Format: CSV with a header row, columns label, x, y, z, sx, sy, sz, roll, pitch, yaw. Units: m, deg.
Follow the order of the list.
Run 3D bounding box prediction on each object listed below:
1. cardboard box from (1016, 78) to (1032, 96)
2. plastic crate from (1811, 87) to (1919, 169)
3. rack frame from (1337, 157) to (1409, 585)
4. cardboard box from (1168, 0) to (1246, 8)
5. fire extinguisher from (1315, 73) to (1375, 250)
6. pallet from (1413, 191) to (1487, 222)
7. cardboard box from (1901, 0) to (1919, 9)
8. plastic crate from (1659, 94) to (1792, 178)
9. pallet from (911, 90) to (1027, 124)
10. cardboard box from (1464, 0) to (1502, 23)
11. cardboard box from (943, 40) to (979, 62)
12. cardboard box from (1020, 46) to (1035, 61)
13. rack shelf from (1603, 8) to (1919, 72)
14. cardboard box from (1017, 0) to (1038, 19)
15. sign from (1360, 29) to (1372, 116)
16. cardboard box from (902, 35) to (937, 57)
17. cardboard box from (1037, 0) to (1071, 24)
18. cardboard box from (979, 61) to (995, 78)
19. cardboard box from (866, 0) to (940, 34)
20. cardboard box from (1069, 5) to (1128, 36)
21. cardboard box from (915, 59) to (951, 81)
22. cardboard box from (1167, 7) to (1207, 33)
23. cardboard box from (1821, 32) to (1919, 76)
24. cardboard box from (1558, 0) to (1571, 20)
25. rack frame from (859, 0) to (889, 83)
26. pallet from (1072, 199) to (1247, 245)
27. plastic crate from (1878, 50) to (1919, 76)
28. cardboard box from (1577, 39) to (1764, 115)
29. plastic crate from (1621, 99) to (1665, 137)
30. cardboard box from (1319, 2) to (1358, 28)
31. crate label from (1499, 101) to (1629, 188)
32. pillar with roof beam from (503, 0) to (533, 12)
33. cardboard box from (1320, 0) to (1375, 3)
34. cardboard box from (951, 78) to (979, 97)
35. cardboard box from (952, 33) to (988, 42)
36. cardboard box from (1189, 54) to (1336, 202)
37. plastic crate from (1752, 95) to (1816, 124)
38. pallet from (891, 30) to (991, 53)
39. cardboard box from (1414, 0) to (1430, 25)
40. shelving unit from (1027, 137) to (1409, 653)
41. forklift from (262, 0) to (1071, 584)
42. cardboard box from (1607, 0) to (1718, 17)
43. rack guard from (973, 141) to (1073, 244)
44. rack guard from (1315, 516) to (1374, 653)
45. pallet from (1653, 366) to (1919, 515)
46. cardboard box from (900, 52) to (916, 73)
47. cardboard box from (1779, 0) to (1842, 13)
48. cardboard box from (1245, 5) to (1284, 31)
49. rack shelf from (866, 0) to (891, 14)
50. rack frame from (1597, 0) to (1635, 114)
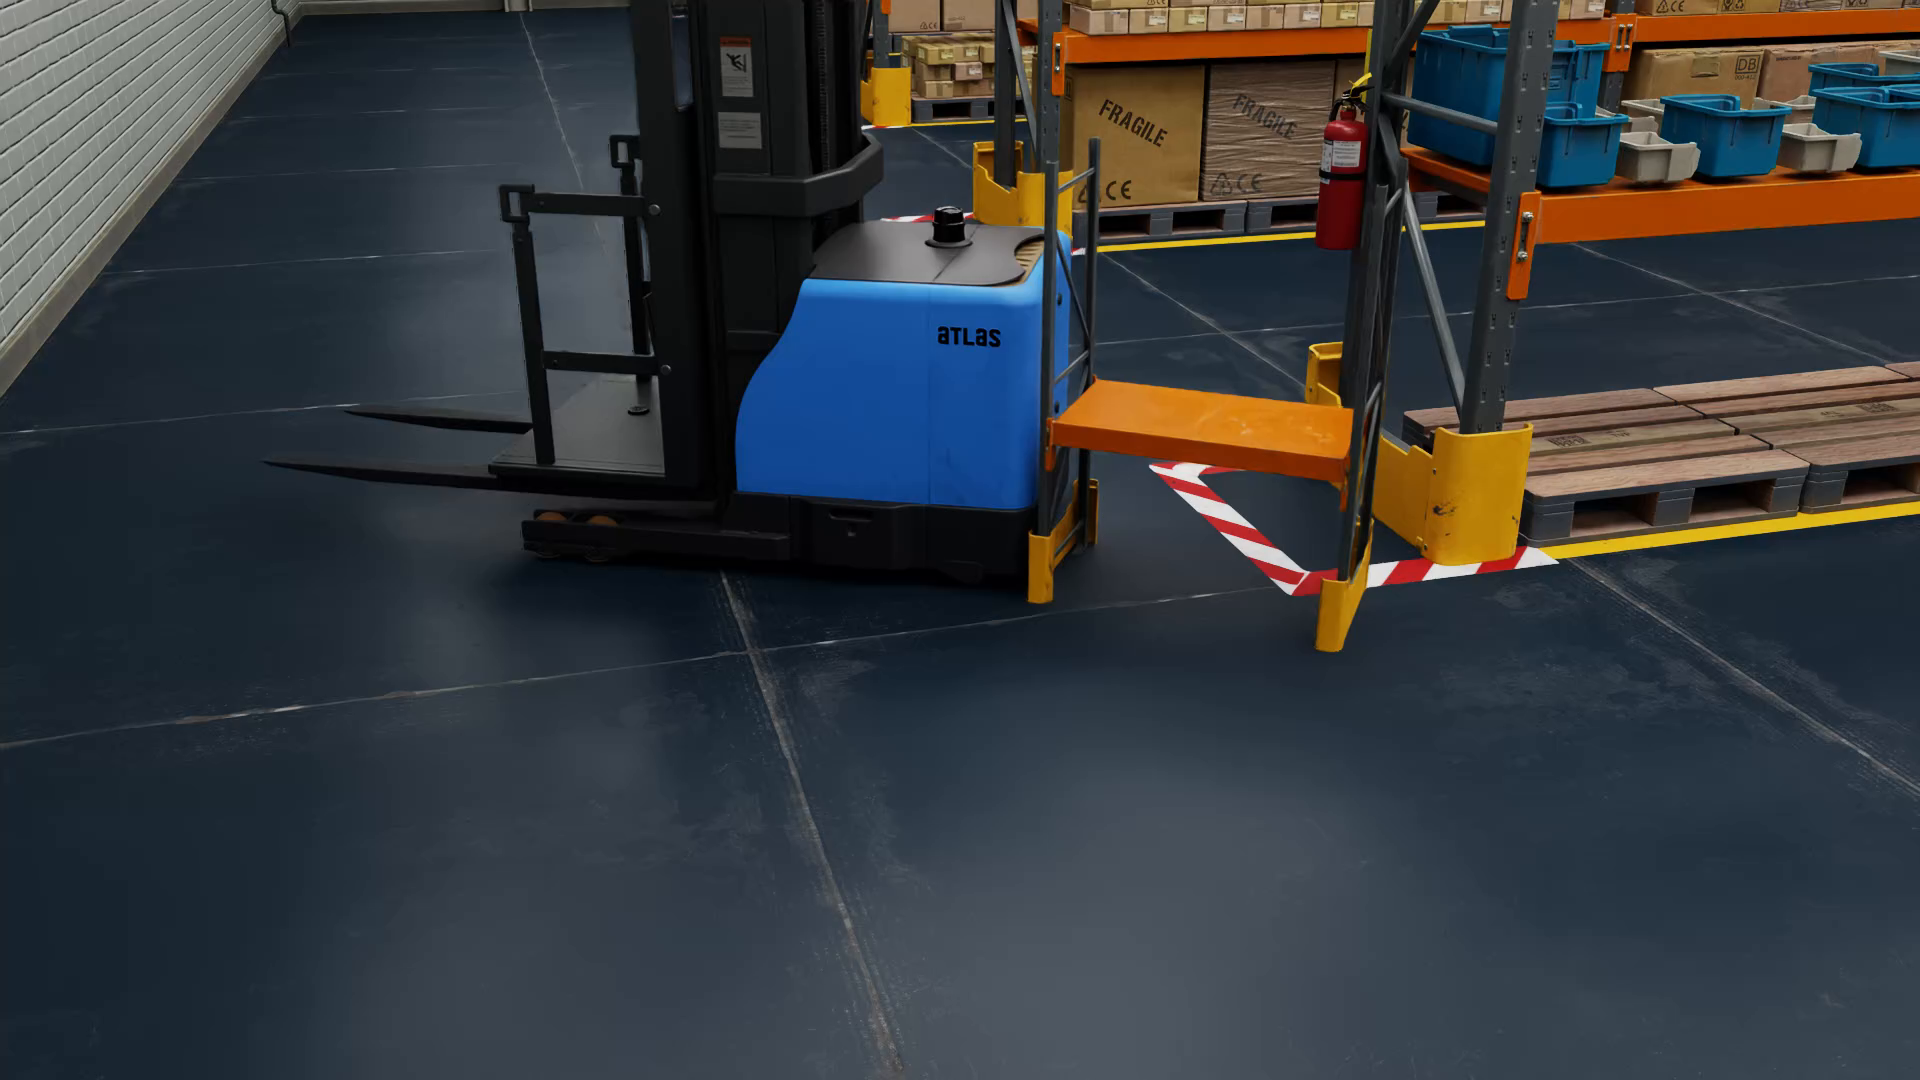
label,x,y,z,sx,sy,sz,roll,pitch,yaw
cardboard box,0.512,-4.190,15.295,0.250,0.149,0.380,-6,24,-14
plastic crate,3.353,-1.518,6.119,0.300,0.233,0.416,-6,24,-14
rack frame,1.318,-0.432,5.355,0.032,1.500,0.500,9,25,20
cardboard box,1.455,-3.480,10.369,0.500,0.250,0.500,-7,24,-15
fire extinguisher,1.491,-1.475,6.454,0.183,0.674,0.296,-6,24,-14
pallet,3.519,-2.499,11.807,1.213,0.211,1.003,-6,24,-14
cardboard box,6.735,-4.050,11.757,0.500,0.500,0.500,-7,24,-16
plastic crate,2.719,-1.447,5.956,0.300,0.233,0.416,-6,24,-14
pallet,0.043,-4.099,15.536,1.213,0.211,1.003,-6,24,-14
cardboard box,3.325,-3.477,10.869,0.250,0.149,0.380,-6,24,-13
cardboard box,0.008,-4.458,15.163,0.250,0.149,0.380,-6,24,-13
cardboard box,0.501,-4.494,15.247,0.250,0.149,0.380,-8,24,-17
rack shelf,6.198,-3.714,12.015,4.000,0.370,1.077,-6,24,-14
cardboard box,0.962,-6.584,20.506,0.875,0.438,0.875,-7,24,-15
sign,1.595,-1.807,6.451,0.005,0.325,0.100,-6,24,-14
cardboard box,-0.380,-4.609,15.515,0.250,0.149,0.380,-6,24,-14
cardboard box,0.675,-3.453,10.813,0.250,0.149,0.380,-6,24,-13
cardboard box,0.243,-4.345,15.278,0.250,0.149,0.380,-6,24,-14
cardboard box,-0.769,-6.393,20.061,0.875,0.438,0.875,-6,24,-13
cardboard box,0.852,-3.203,10.229,0.250,0.149,0.380,-6,24,-14
cardboard box,-0.248,-4.278,15.121,0.250,0.149,0.380,-5,24,-12
cardboard box,1.345,-3.258,10.358,0.250,0.149,0.380,-7,24,-16
cardboard box,6.593,-3.317,12.338,0.875,0.875,1.225,-6,24,-14
cardboard box,3.819,-3.532,10.996,0.250,0.149,0.380,-6,24,-13
rack frame,-0.822,-5.300,14.797,0.127,3.000,1.000,-6,24,-14
pallet,1.170,-2.239,11.201,1.213,0.211,1.003,-6,24,-14
plastic crate,4.090,-1.832,6.789,0.530,0.282,0.437,-6,24,-14
cardboard box,4.883,-3.124,11.889,0.875,0.875,1.225,-6,24,-14
plastic crate,2.778,-1.613,6.463,0.243,0.136,0.396,-6,24,-14
cardboard box,2.333,-3.367,10.612,0.250,0.149,0.380,-7,24,-16
crate label,2.086,-1.377,5.792,0.303,0.233,0.416,-6,24,-14
pillar with roof beam,-5.277,-10.230,18.679,0.400,9.000,9.100,-6,24,-14
cardboard box,2.440,-3.590,10.625,0.500,0.250,0.500,-7,24,-15
cardboard box,-0.001,-4.176,15.261,0.250,0.149,0.380,-6,24,-15
cardboard box,0.092,-4.689,15.703,0.250,0.149,0.380,-7,24,-16
cardboard box,1.892,-2.818,11.175,0.875,0.875,0.875,-6,24,-14
plastic crate,3.320,-1.690,6.644,0.250,0.136,0.298,-6,24,-14
pallet,-0.335,-6.130,20.269,1.213,0.211,1.003,-6,24,-14
cardboard box,2.830,-3.423,10.741,0.250,0.149,0.380,-7,24,-15
shelving unit,0.836,-0.507,5.528,1.083,1.500,0.587,9,25,20
forklift,-1.136,-1.464,5.945,3.031,2.935,1.130,4,24,10
cardboard box,4.783,-3.832,11.250,0.500,0.500,0.500,-6,24,-14
rack guard,0.398,-2.255,10.870,0.348,0.500,1.175,-6,24,-14
rack guard,1.300,0.140,5.608,0.087,0.250,0.587,9,25,20
pallet,3.736,-0.446,7.021,1.213,0.211,1.003,-6,24,-14
cardboard box,-0.390,-4.484,15.601,0.250,0.149,0.380,-7,24,-16
cardboard box,5.748,-3.939,11.499,0.500,0.500,0.500,-7,24,-16
cardboard box,1.841,-3.313,10.486,0.250,0.149,0.380,-7,24,-15
rack shelf,1.104,-5.182,15.435,4.000,0.370,1.077,-6,24,-14
rack frame,4.272,-3.832,11.376,0.127,3.000,1.000,-6,24,-14
